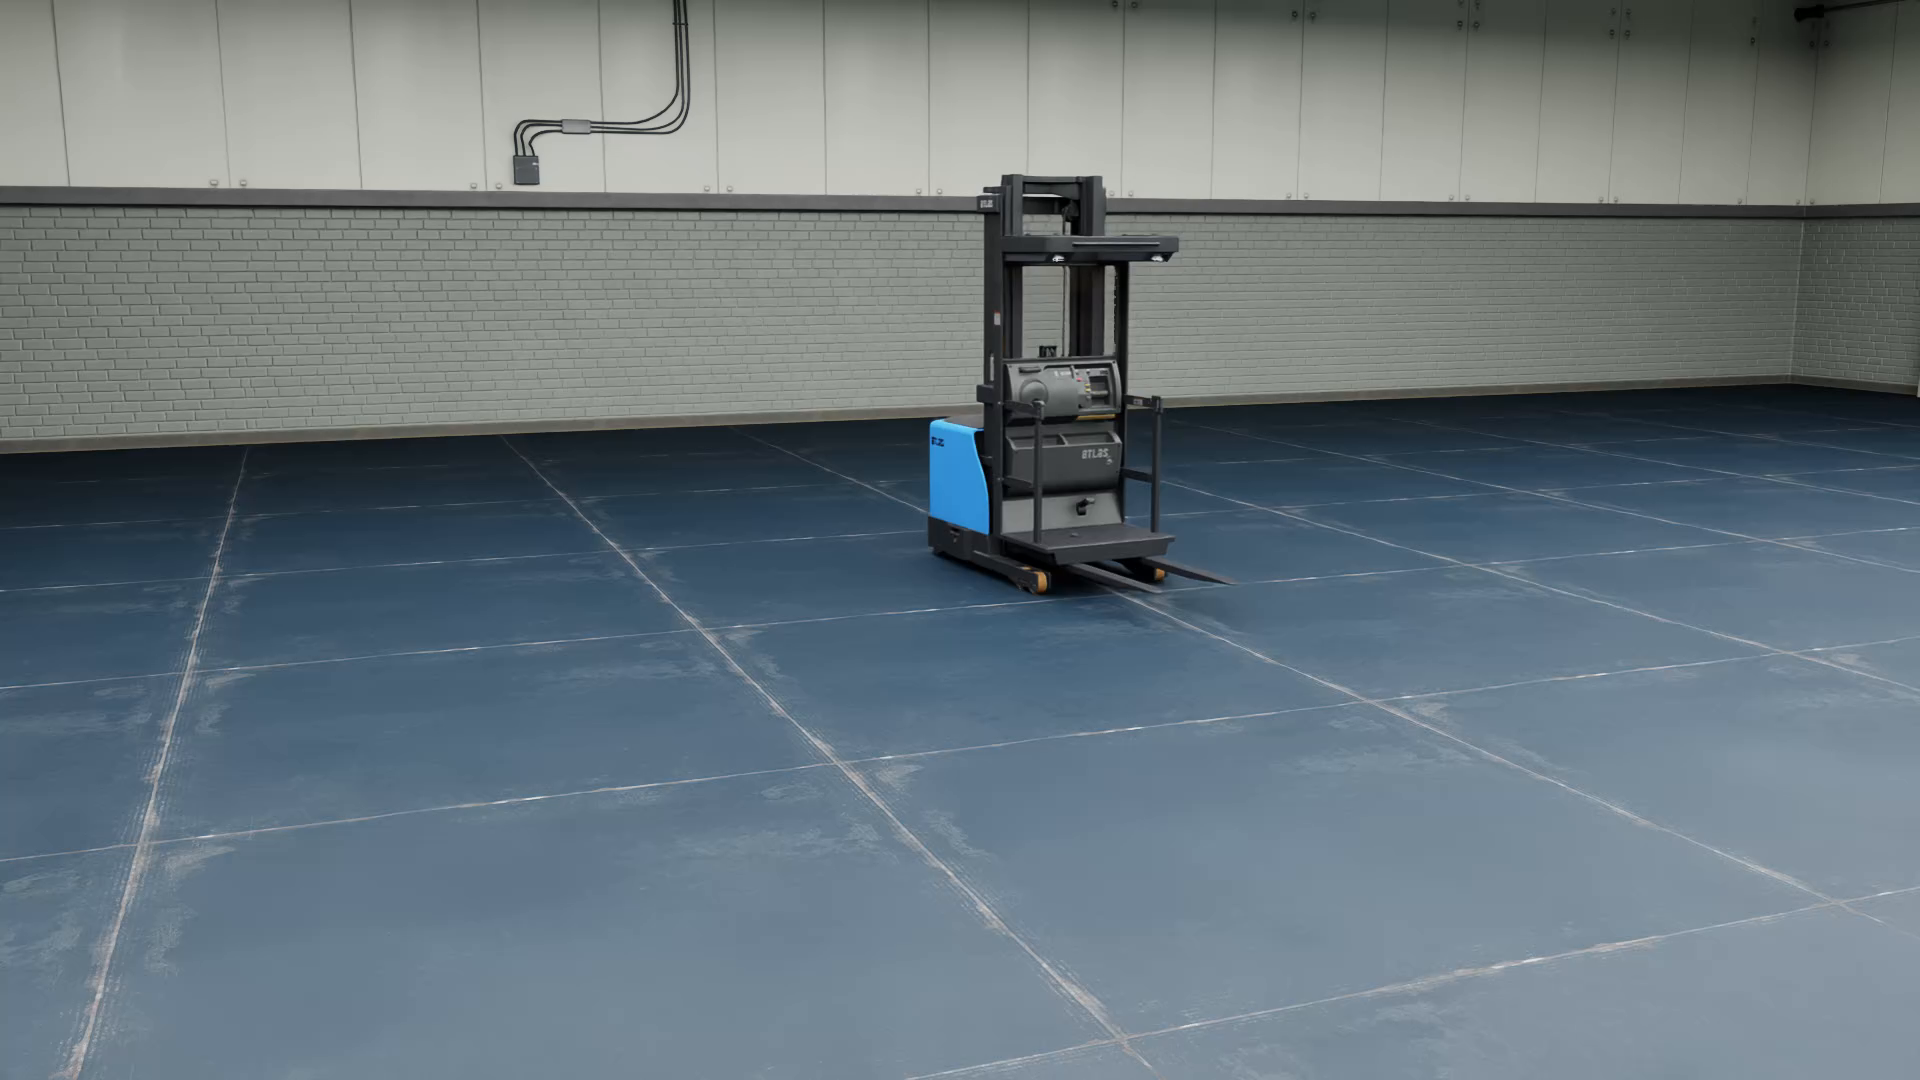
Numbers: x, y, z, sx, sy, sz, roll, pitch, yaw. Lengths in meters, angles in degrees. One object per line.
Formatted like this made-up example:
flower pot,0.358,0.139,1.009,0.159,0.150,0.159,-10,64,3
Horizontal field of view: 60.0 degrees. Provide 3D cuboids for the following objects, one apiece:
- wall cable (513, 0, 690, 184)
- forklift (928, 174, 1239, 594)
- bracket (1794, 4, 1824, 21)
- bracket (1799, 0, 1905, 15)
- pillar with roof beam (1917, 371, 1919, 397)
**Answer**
wall cable,-4.599,-7.572,21.082,2.305,6.003,0.169,-4,11,-21
forklift,0.865,-1.147,12.001,1.130,2.935,3.031,-5,11,-27
bracket,14.401,-8.936,28.185,0.235,0.232,0.430,-4,11,-21
bracket,14.615,-8.840,27.643,0.076,0.066,3.189,-4,11,-21
pillar with roof beam,11.728,-6.459,24.535,9.100,9.000,0.400,-4,11,-21
